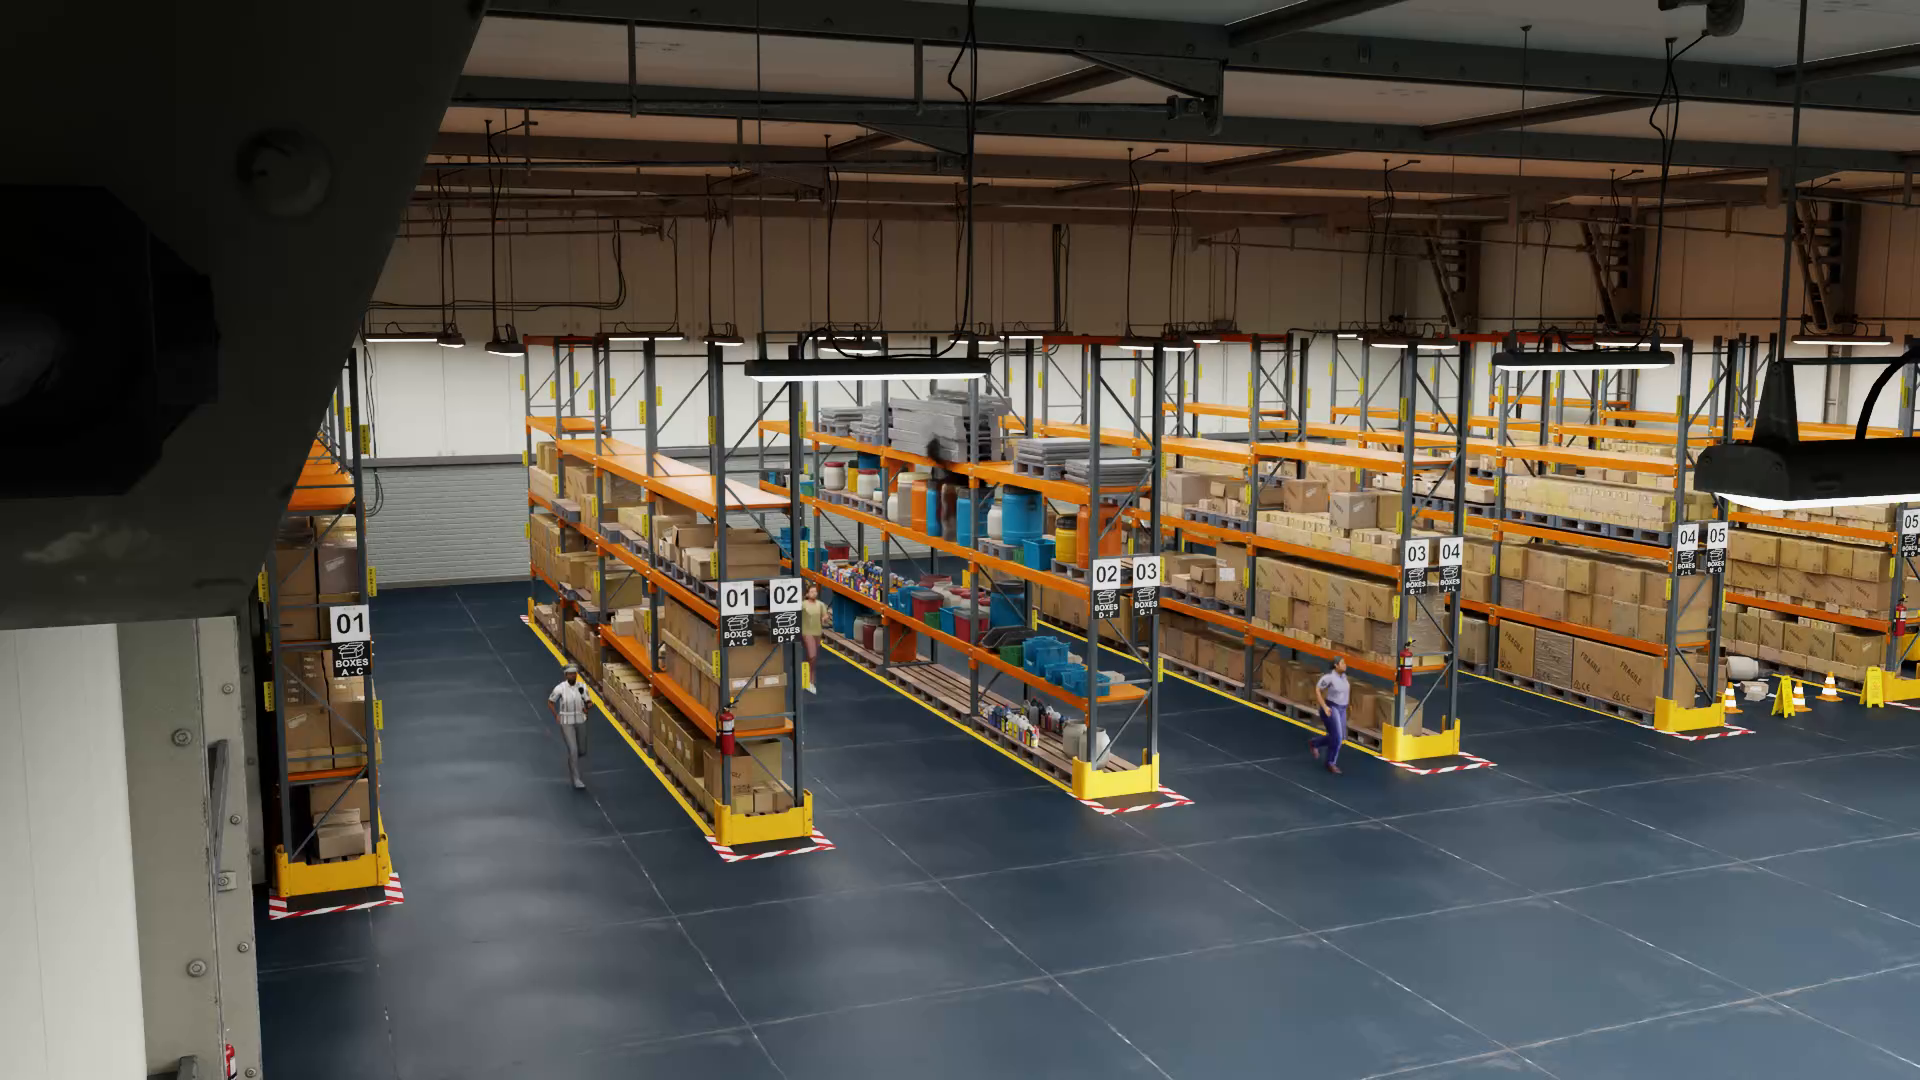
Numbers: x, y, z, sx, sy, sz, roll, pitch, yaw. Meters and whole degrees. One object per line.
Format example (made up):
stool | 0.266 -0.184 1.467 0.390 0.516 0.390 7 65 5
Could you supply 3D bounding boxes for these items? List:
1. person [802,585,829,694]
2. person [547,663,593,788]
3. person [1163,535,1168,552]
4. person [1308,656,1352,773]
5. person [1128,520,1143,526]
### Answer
person | -2.435 1.612 27.351 0.538 1.769 0.701 -5 9 -33
person | -5.304 2.488 22.717 0.588 1.669 0.834 -4 9 -30
person | 5.015 -0.063 41.852 0.931 1.612 0.615 3 8 20
person | 5.267 2.447 23.550 0.647 1.611 0.658 -7 10 -41
person | 4.303 0.083 40.985 0.626 1.663 0.783 7 10 42
